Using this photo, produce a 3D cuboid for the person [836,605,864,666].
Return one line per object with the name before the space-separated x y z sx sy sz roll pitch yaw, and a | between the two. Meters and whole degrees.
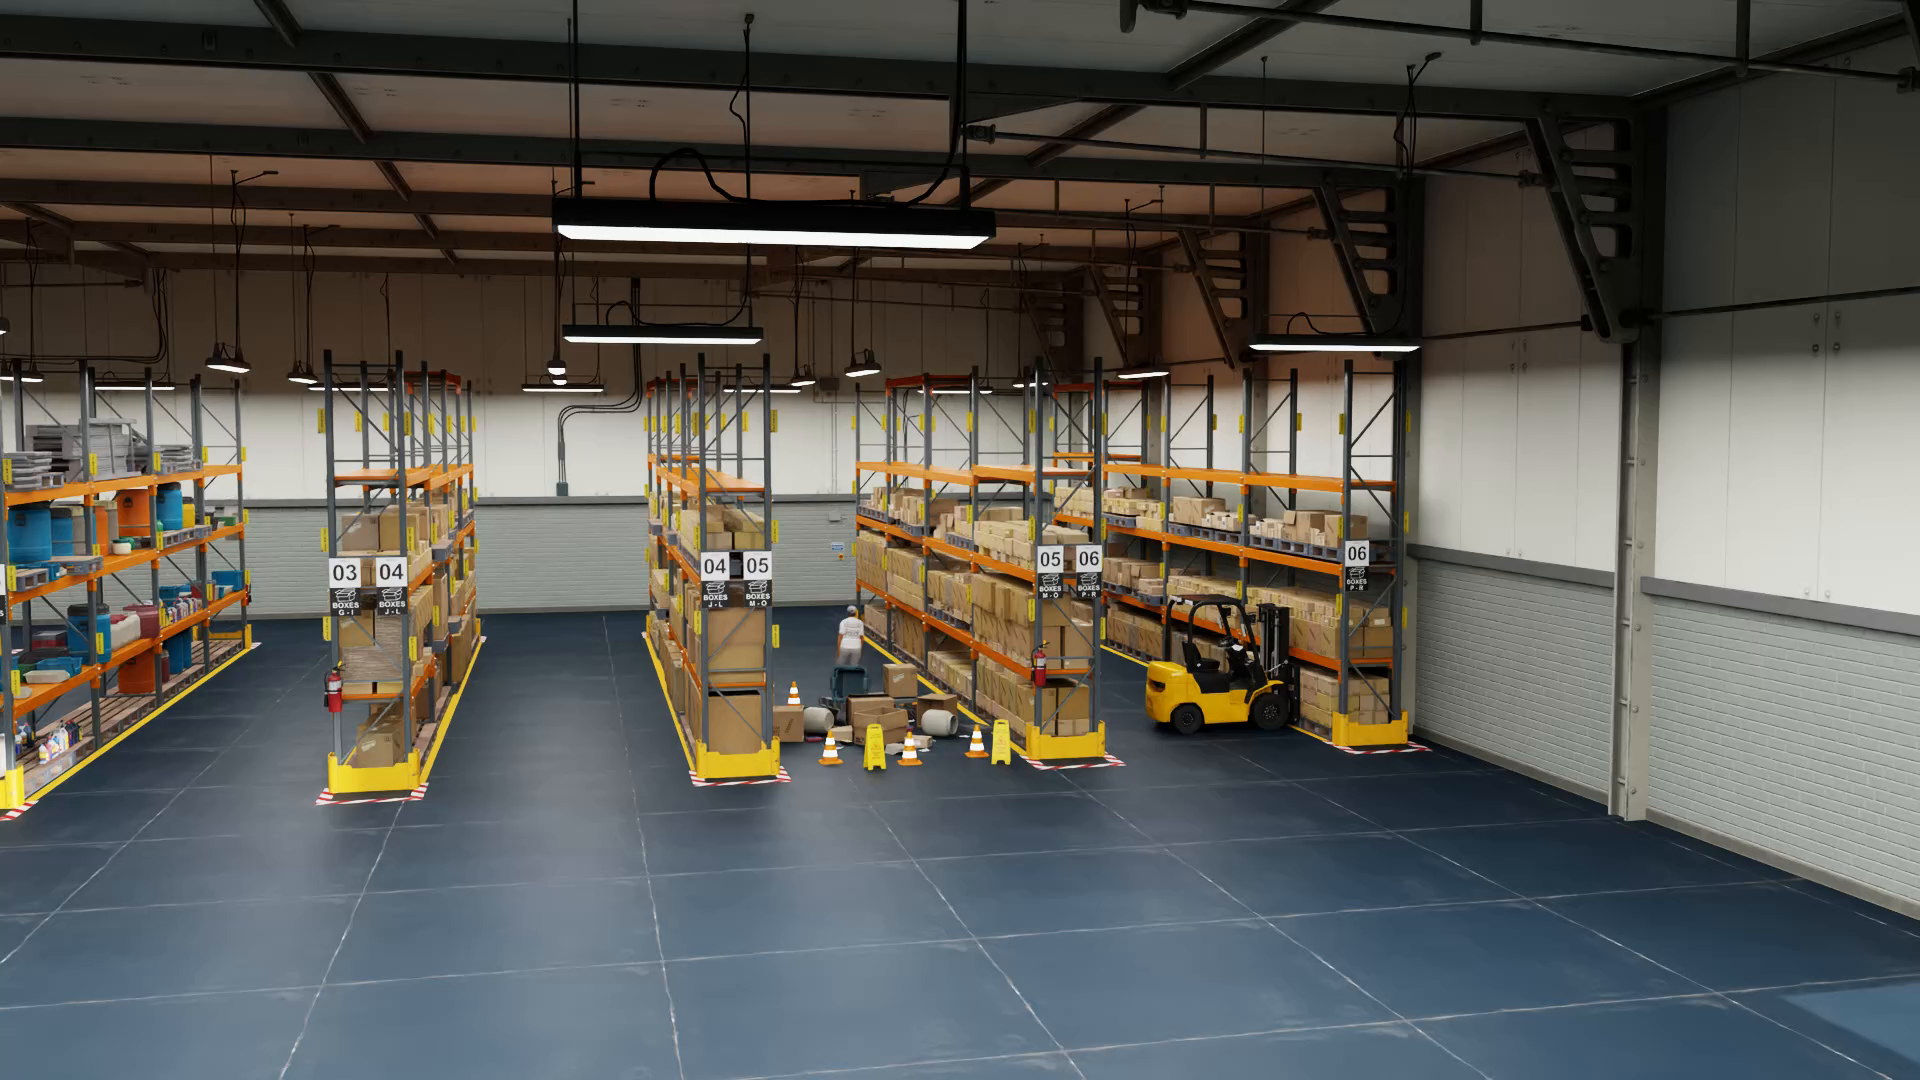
person | -2.038 2.036 30.627 0.551 1.664 0.417 -1 4 -14
